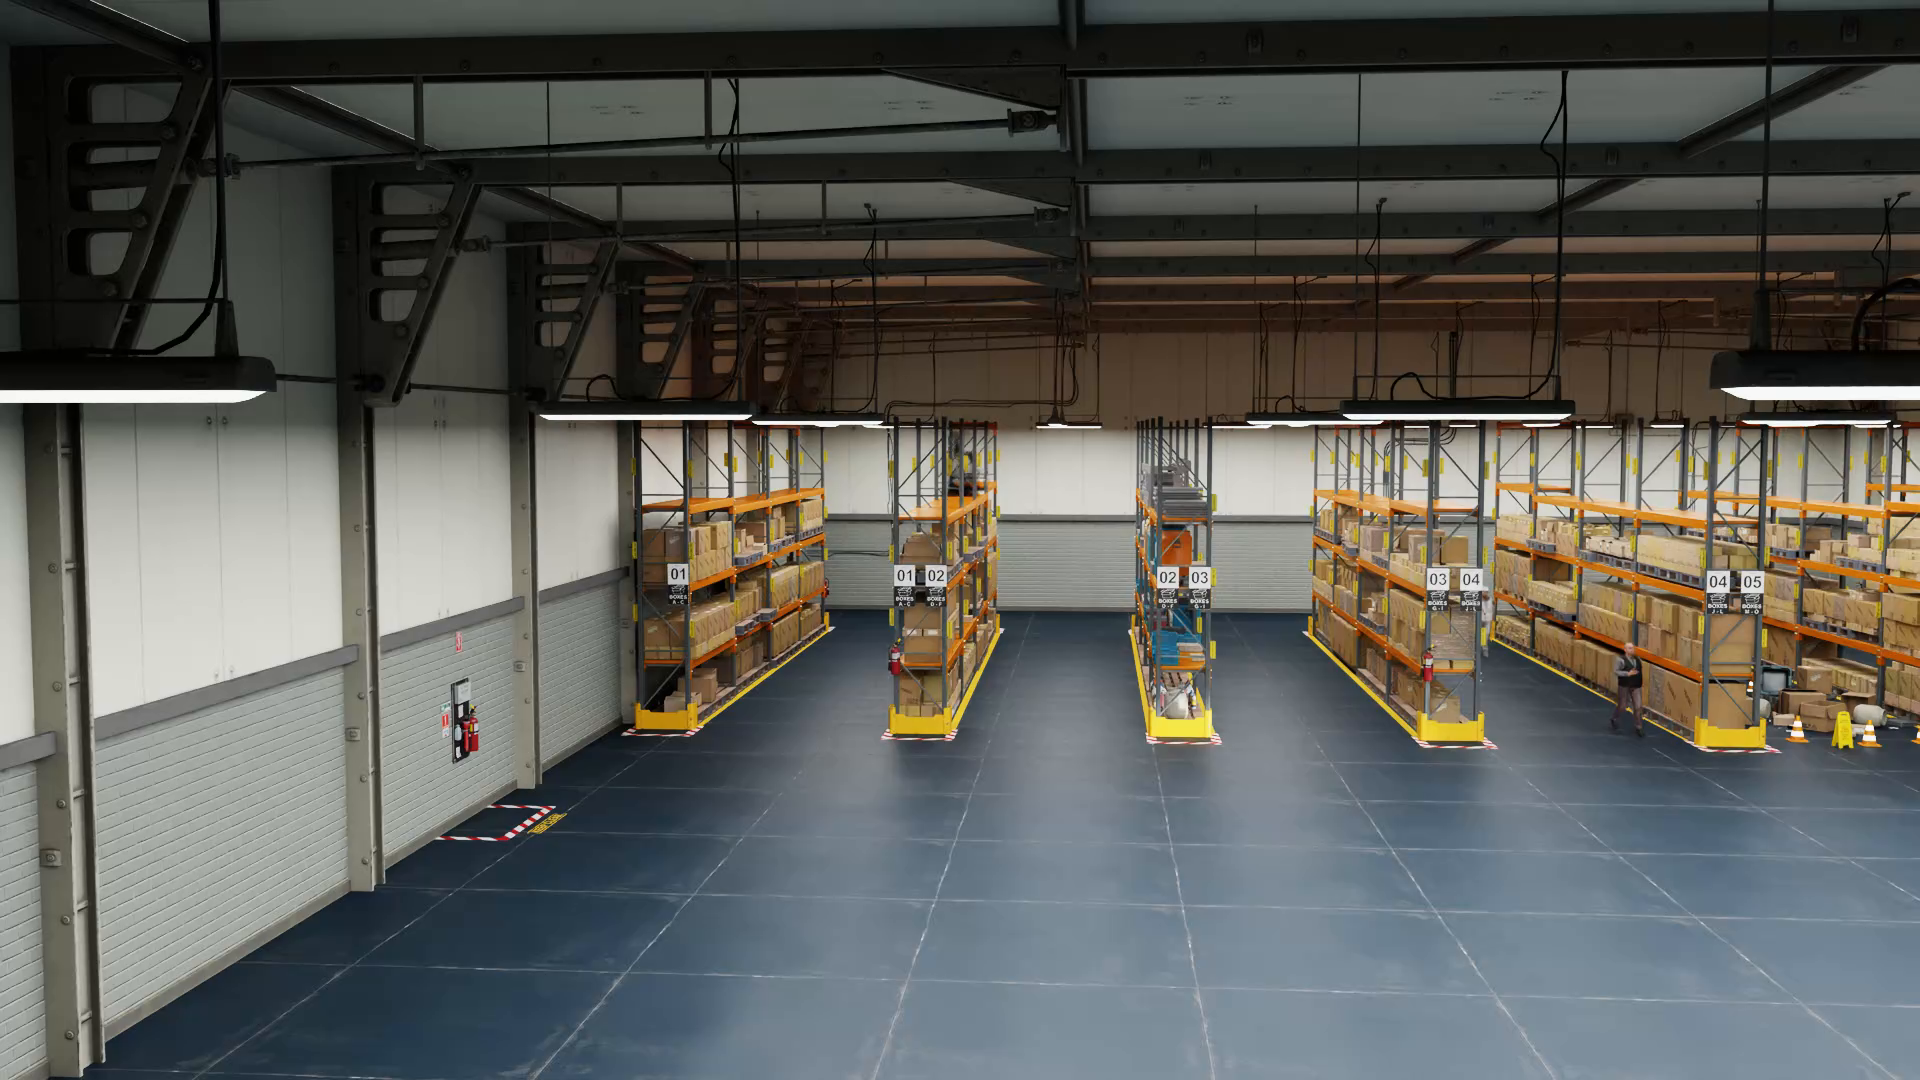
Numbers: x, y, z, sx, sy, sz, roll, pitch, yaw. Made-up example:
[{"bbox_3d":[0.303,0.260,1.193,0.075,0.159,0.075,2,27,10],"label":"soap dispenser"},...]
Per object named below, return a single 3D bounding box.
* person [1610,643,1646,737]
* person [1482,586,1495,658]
[{"bbox_3d":[12.623,2.792,31.348,0.655,1.710,0.969,0,4,-5],"label":"person"},{"bbox_3d":[13.371,2.064,42.521,0.679,1.779,1.018,0,4,0],"label":"person"}]
